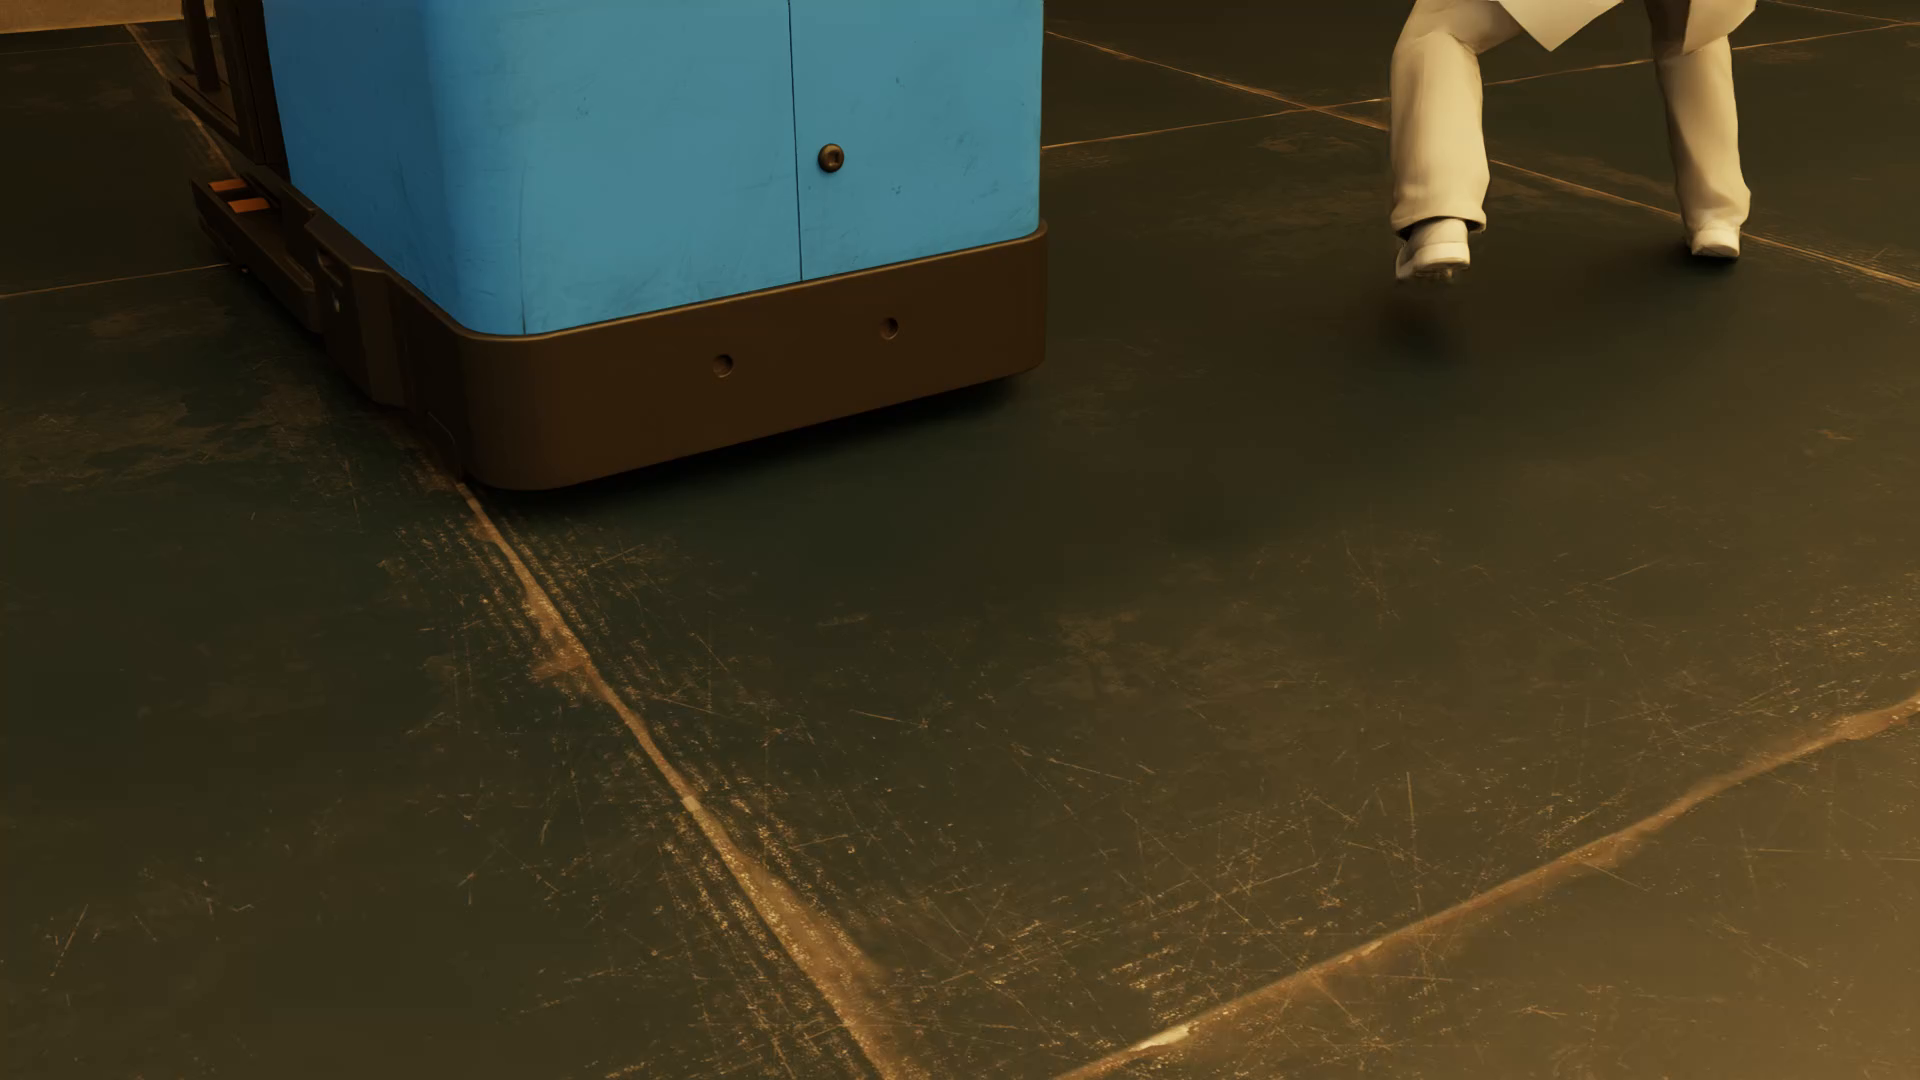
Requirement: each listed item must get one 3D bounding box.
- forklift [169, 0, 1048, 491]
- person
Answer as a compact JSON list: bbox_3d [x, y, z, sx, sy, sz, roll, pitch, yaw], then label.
[{"bbox_3d":[-1.086,-1.997,3.197,1.130,2.935,3.031,-17,31,-30],"label":"forklift"},{"bbox_3d":[1.410,-1.234,3.252,1.218,1.702,0.591,-7,28,-13],"label":"person"}]
